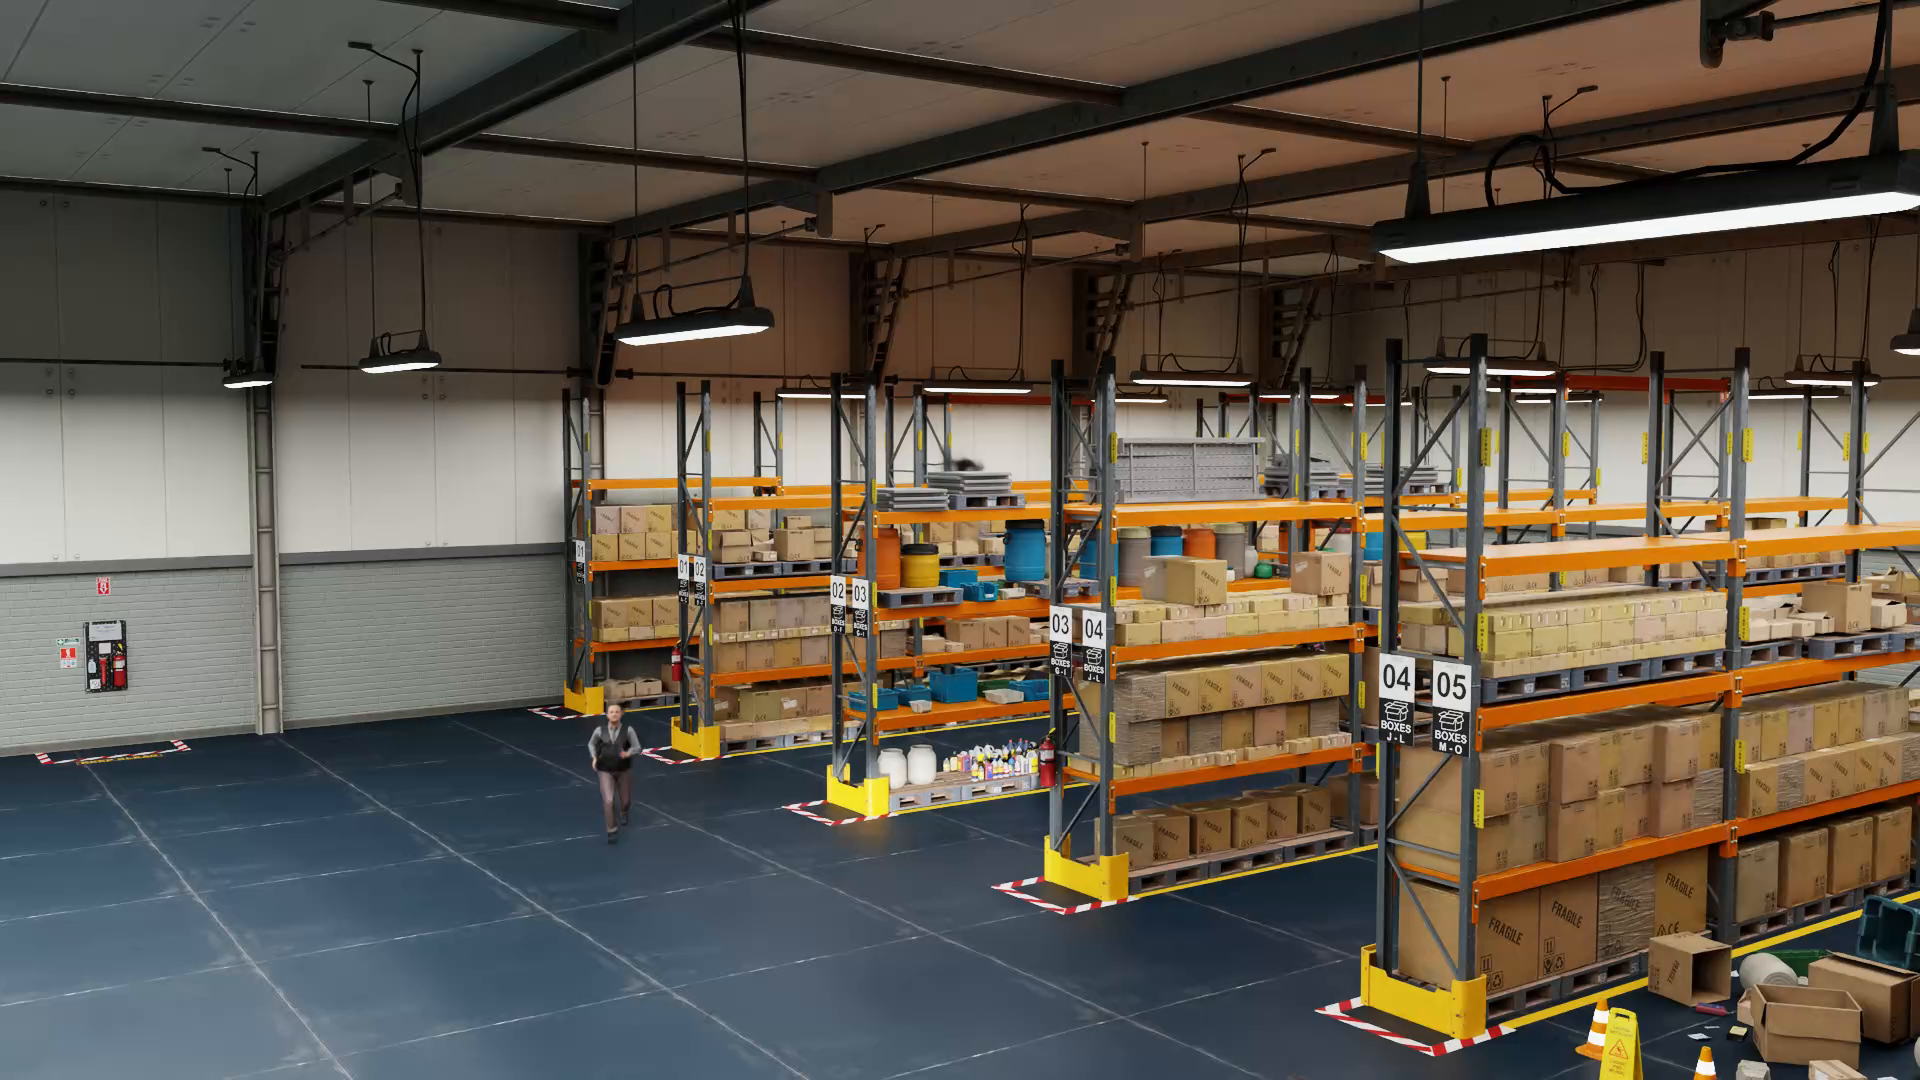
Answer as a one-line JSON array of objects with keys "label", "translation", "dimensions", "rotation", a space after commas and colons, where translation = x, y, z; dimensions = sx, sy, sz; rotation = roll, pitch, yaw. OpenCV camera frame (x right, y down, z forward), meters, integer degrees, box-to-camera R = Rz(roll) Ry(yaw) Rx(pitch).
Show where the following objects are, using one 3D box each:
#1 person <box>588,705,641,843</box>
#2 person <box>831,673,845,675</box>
[{"label": "person", "translation": [-4.411, 2.954, 21.231], "dimensions": [0.670, 1.695, 0.860], "rotation": [-1, 4, -11]}, {"label": "person", "translation": [-2.179, 2.335, 30.246], "dimensions": [0.899, 1.783, 0.656], "rotation": [-3, 5, -41]}]
